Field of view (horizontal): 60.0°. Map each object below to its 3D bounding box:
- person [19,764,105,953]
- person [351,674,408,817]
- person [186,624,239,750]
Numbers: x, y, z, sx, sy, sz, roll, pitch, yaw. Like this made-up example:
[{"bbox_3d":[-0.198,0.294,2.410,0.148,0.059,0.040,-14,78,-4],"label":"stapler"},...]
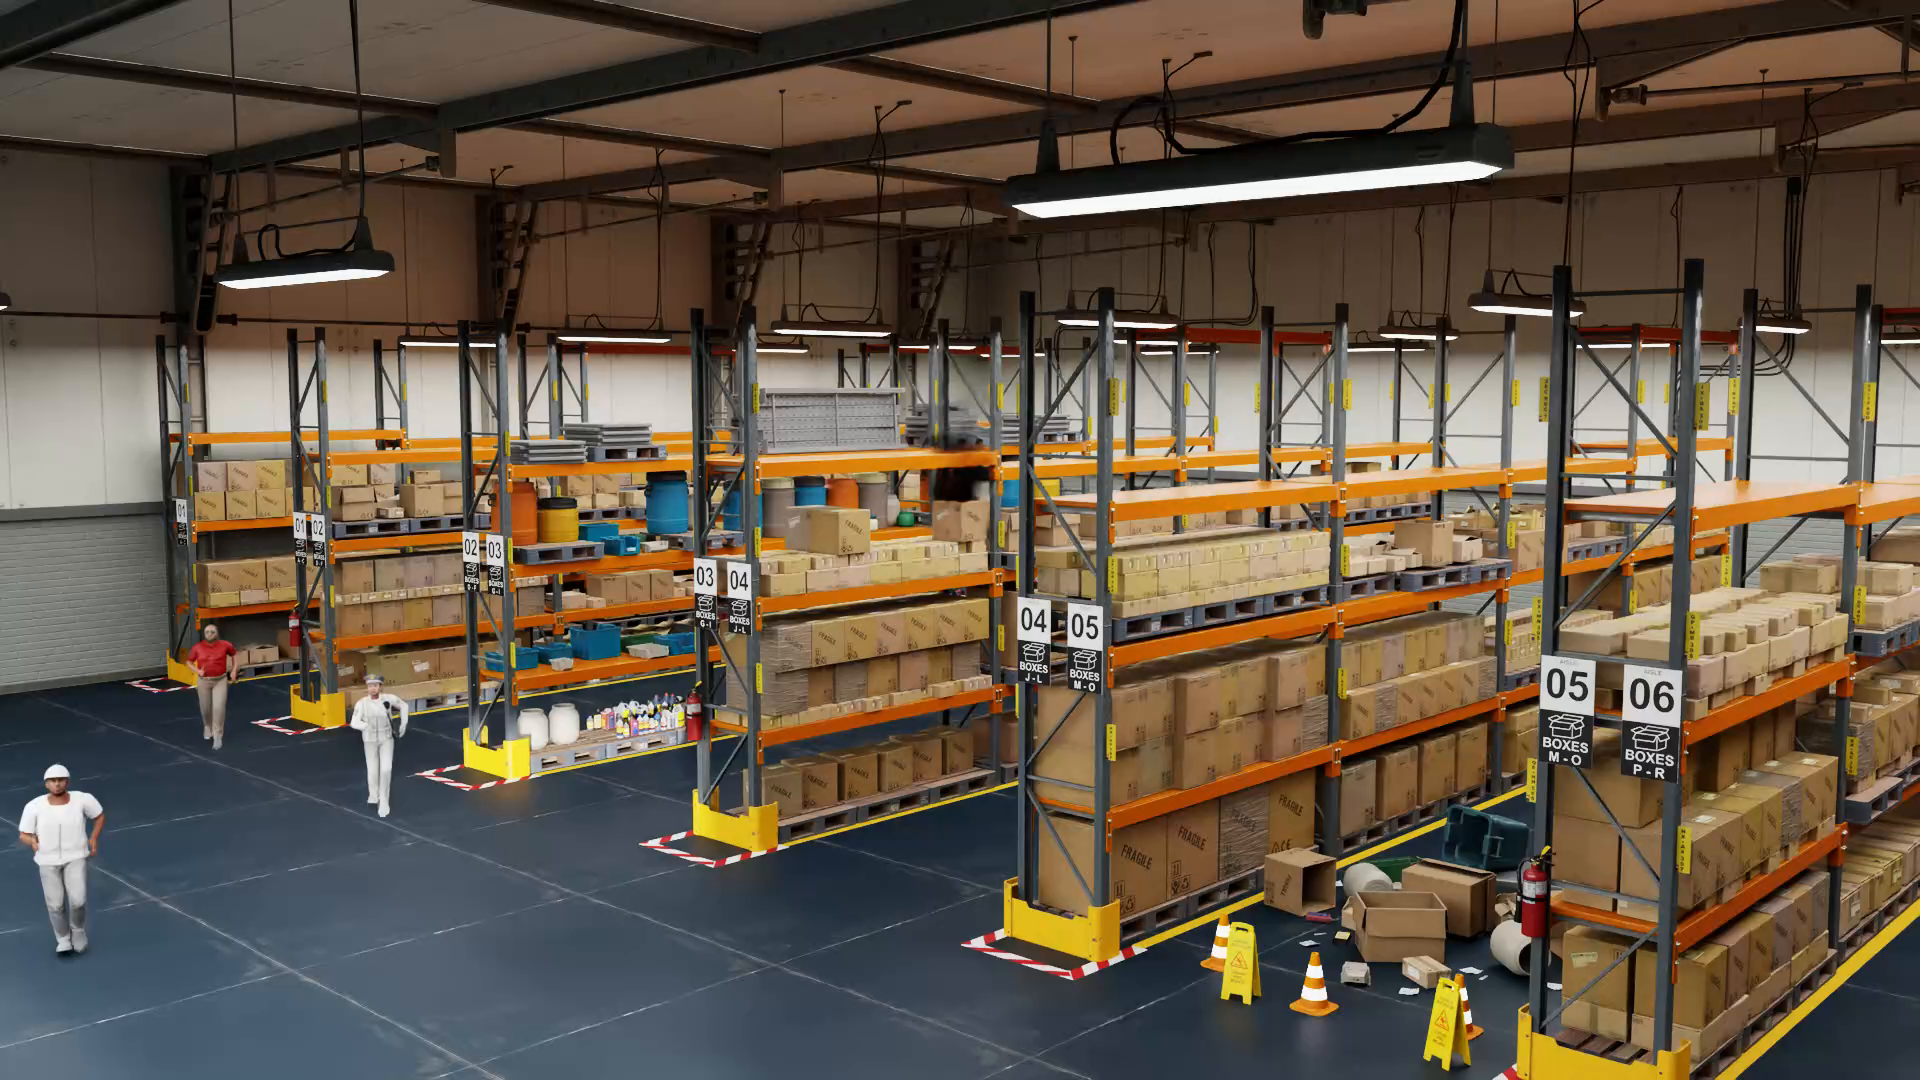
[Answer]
[{"bbox_3d":[-8.064,2.891,14.954,0.681,1.743,0.619,-3,6,-25],"label":"person"},{"bbox_3d":[-6.996,2.442,20.067,0.625,1.722,0.860,-1,6,-13],"label":"person"},{"bbox_3d":[-10.705,2.075,23.839,0.686,1.757,0.869,-2,6,-20],"label":"person"}]
